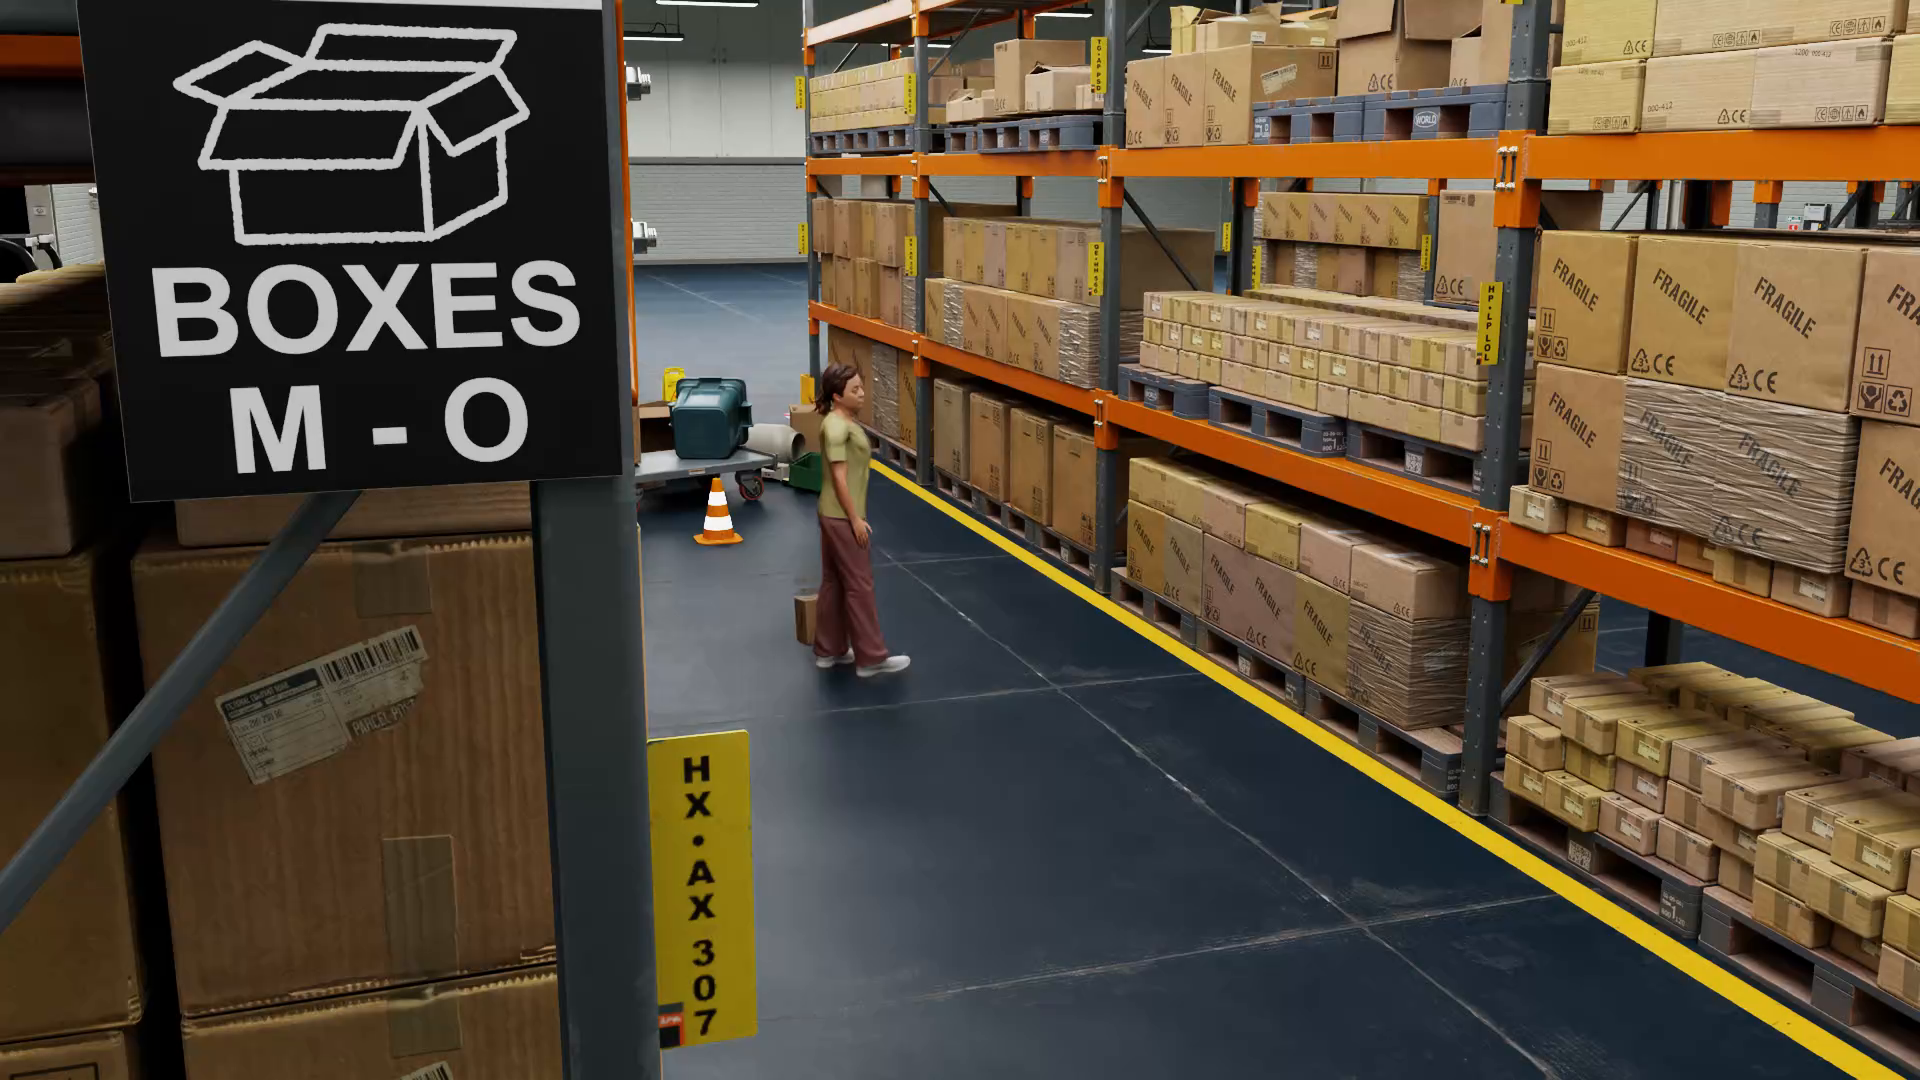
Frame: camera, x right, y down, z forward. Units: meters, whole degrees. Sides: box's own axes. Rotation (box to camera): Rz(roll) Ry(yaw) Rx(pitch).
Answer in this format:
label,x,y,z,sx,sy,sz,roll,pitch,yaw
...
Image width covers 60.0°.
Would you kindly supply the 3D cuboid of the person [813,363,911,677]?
label,x,y,z,sx,sy,sz,roll,pitch,yaw
person,-0.532,-0.107,8.856,0.527,1.673,0.507,-1,13,-6
